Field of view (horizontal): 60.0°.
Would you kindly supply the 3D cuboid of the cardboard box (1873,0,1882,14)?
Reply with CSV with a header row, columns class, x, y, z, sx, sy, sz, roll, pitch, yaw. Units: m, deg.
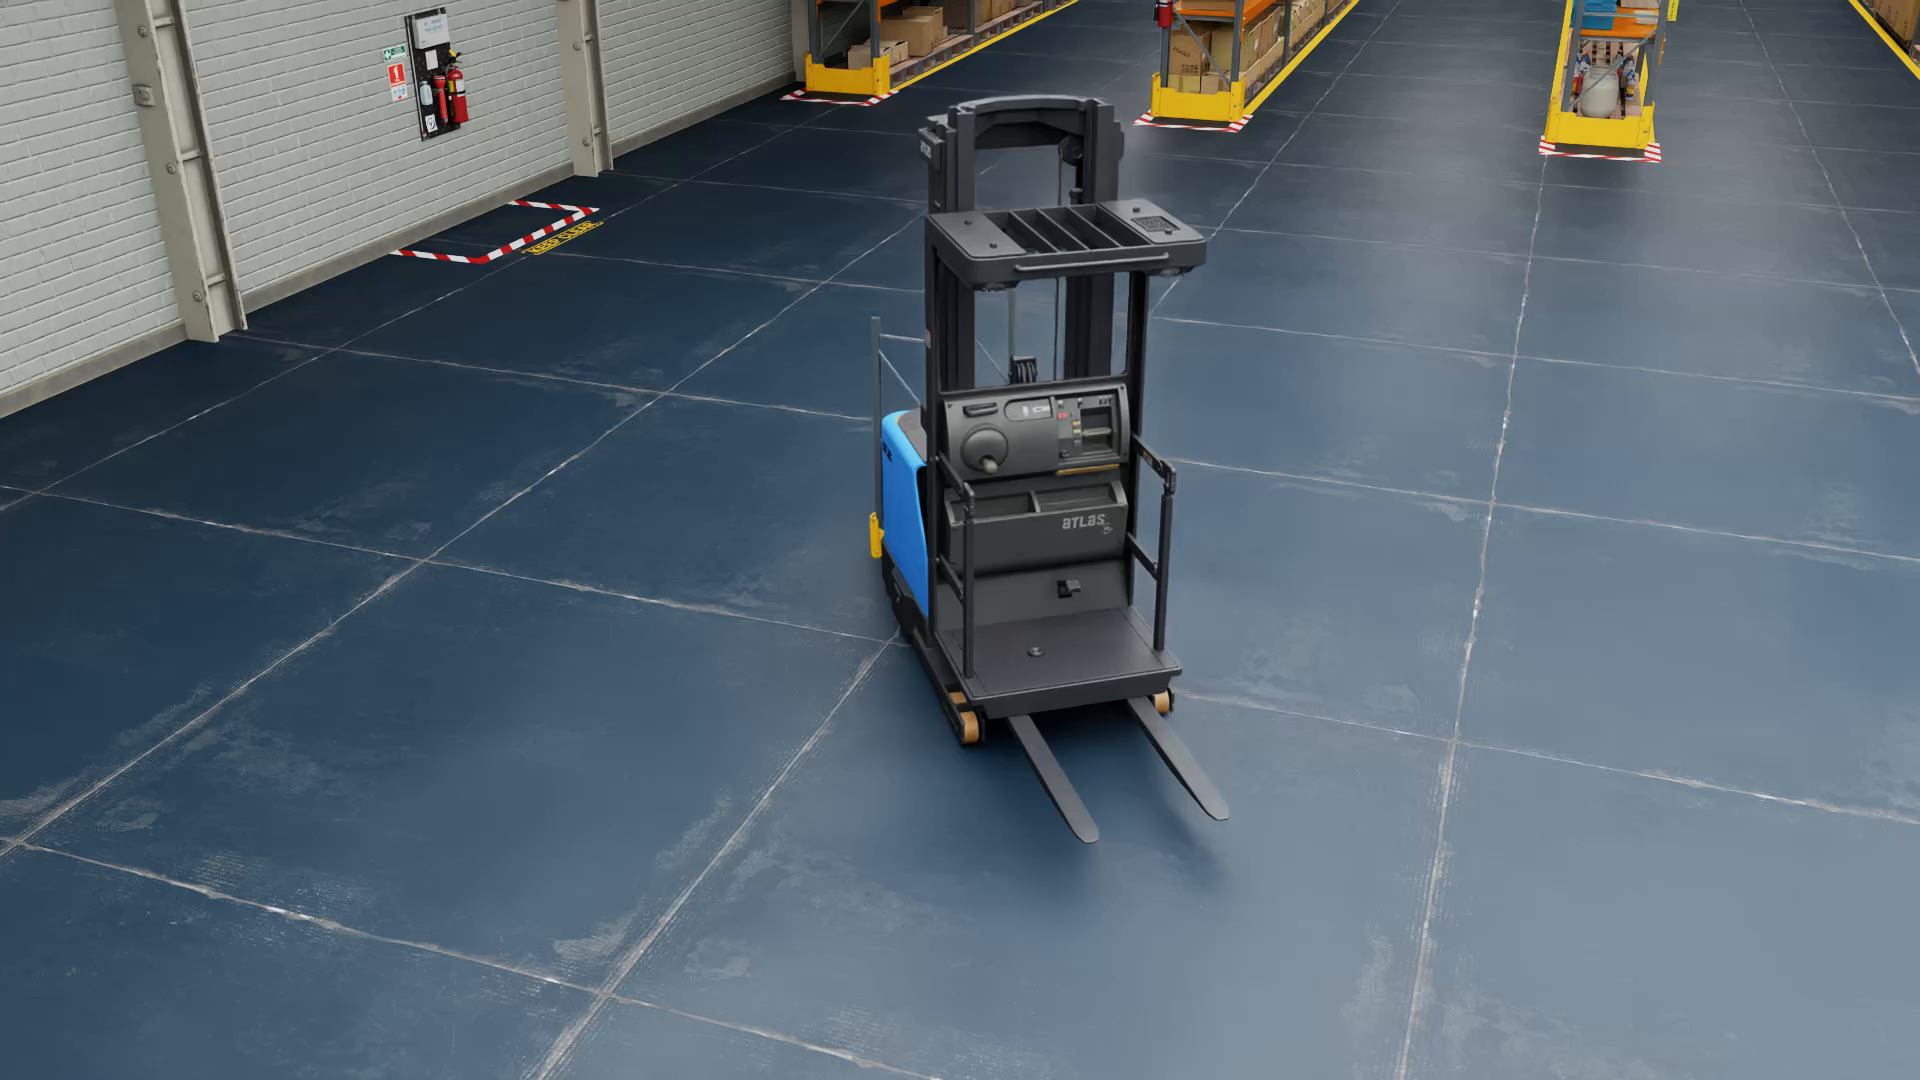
class,x,y,z,sx,sy,sz,roll,pitch,yaw
cardboard box,16.222,-9.328,28.030,1.225,0.875,0.875,9,27,18

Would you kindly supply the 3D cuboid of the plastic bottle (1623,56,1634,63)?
class,x,y,z,sx,sy,sz,roll,pitch,yaw
plastic bottle,9.140,-6.491,22.749,0.144,0.351,0.185,8,27,16

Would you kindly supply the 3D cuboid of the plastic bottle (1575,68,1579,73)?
class,x,y,z,sx,sy,sz,roll,pitch,yaw
plastic bottle,8.105,-6.095,22.017,0.152,0.276,0.135,8,27,16

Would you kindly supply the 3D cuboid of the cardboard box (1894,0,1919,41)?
class,x,y,z,sx,sy,sz,roll,pitch,yaw
cardboard box,15.334,-8.231,25.763,1.225,0.875,0.875,7,27,15

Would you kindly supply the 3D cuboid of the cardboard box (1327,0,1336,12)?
class,x,y,z,sx,sy,sz,roll,pitch,yaw
cardboard box,6.165,-9.374,28.532,0.500,0.500,0.500,10,28,20

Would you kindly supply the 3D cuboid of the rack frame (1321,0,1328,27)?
class,x,y,z,sx,sy,sz,roll,pitch,yaw
rack frame,5.744,-10.155,27.783,1.000,3.000,0.127,9,27,17

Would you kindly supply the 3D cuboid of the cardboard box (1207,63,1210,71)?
class,x,y,z,sx,sy,sz,roll,pitch,yaw
cardboard box,3.137,-6.290,22.472,0.500,0.250,0.500,9,27,17

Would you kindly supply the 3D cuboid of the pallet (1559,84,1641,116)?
class,x,y,z,sx,sy,sz,roll,pitch,yaw
pallet,8.416,-5.764,21.912,1.003,0.211,1.213,9,27,17

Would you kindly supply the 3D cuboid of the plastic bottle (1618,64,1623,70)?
class,x,y,z,sx,sy,sz,roll,pitch,yaw
plastic bottle,8.864,-6.253,22.336,0.061,0.283,0.133,9,27,17

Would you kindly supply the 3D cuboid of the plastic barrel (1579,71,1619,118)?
class,x,y,z,sx,sy,sz,roll,pitch,yaw
plastic barrel,7.899,-5.499,20.538,0.421,0.512,0.421,0,26,0

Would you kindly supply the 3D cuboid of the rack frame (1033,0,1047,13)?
class,x,y,z,sx,sy,sz,roll,pitch,yaw
rack frame,1.072,-10.872,29.263,1.000,3.000,0.127,9,27,17

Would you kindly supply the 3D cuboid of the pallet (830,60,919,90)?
class,x,y,z,sx,sy,sz,roll,pitch,yaw
pallet,-1.262,-6.690,23.824,1.003,0.211,1.213,9,27,17

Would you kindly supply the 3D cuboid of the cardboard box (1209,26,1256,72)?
class,x,y,z,sx,sy,sz,roll,pitch,yaw
cardboard box,3.635,-6.551,22.150,0.500,0.500,0.500,9,27,17

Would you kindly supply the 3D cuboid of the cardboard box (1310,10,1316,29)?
class,x,y,z,sx,sy,sz,roll,pitch,yaw
cardboard box,5.461,-8.437,26.906,0.500,0.250,0.500,9,27,19

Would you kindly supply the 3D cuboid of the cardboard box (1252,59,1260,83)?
class,x,y,z,sx,sy,sz,roll,pitch,yaw
cardboard box,3.800,-6.419,22.738,0.500,0.250,0.500,9,27,17

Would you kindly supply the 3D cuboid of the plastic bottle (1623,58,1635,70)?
class,x,y,z,sx,sy,sz,roll,pitch,yaw
plastic bottle,8.969,-6.279,22.312,0.144,0.351,0.185,9,27,17

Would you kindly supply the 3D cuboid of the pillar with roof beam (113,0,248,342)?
class,x,y,z,sx,sy,sz,roll,pitch,yaw
pillar with roof beam,-2.107,-5.142,10.544,9.100,9.000,0.400,9,27,17

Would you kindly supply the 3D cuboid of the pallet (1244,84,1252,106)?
class,x,y,z,sx,sy,sz,roll,pitch,yaw
pallet,3.297,-5.933,22.262,1.003,0.211,1.213,9,27,17

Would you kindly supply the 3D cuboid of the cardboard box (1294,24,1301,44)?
class,x,y,z,sx,sy,sz,roll,pitch,yaw
cardboard box,4.952,-7.803,25.597,0.500,0.250,0.500,9,27,19

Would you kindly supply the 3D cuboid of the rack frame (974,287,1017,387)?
class,x,y,z,sx,sy,sz,roll,pitch,yaw
rack frame,0.109,-0.957,10.506,0.500,1.500,0.032,10,28,19

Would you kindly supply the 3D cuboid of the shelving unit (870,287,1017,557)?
class,x,y,z,sx,sy,sz,roll,pitch,yaw
shelving unit,-0.075,-0.755,10.089,0.587,1.500,1.083,10,28,19

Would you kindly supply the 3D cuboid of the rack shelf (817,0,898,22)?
class,x,y,z,sx,sy,sz,roll,pitch,yaw
rack shelf,-0.925,-8.083,24.327,1.077,0.370,4.000,9,27,17

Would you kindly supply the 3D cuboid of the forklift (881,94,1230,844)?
class,x,y,z,sx,sy,sz,roll,pitch,yaw
forklift,0.441,-0.504,7.927,1.130,2.935,3.031,-7,27,-14

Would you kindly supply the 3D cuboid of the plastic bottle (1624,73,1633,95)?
class,x,y,z,sx,sy,sz,roll,pitch,yaw
plastic bottle,8.763,-5.959,21.741,0.097,0.271,0.097,0,26,0

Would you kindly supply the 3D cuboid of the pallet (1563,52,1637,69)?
class,x,y,z,sx,sy,sz,roll,pitch,yaw
pallet,9.308,-6.865,24.187,1.003,0.211,1.213,9,27,17

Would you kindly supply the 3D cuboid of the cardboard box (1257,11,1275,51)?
class,x,y,z,sx,sy,sz,roll,pitch,yaw
cardboard box,4.125,-7.169,23.426,0.500,0.500,0.500,9,27,17

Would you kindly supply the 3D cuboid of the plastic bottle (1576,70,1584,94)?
class,x,y,z,sx,sy,sz,roll,pitch,yaw
plastic bottle,8.160,-6.026,21.866,0.061,0.283,0.133,9,27,17

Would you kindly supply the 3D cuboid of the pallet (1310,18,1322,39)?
class,x,y,z,sx,sy,sz,roll,pitch,yaw
pallet,5.433,-8.568,27.703,1.003,0.211,1.213,9,27,17

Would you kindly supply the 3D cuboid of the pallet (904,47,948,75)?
class,x,y,z,sx,sy,sz,roll,pitch,yaw
pallet,-0.854,-7.189,24.856,1.003,0.211,1.213,9,27,17

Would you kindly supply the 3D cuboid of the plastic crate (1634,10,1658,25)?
class,x,y,z,sx,sy,sz,roll,pitch,yaw
plastic crate,8.353,-6.350,20.226,0.298,0.136,0.250,9,27,17

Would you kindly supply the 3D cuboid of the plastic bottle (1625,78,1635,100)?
class,x,y,z,sx,sy,sz,roll,pitch,yaw
plastic bottle,8.649,-5.818,21.450,0.097,0.271,0.097,0,26,0

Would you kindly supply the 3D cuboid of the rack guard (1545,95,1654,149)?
class,x,y,z,sx,sy,sz,roll,pitch,yaw
rack guard,7.733,-5.061,20.129,1.175,0.500,0.348,9,27,17

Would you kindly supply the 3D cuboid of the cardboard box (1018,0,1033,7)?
class,x,y,z,sx,sy,sz,roll,pitch,yaw
cardboard box,0.881,-9.642,29.085,0.700,0.500,0.500,9,27,18

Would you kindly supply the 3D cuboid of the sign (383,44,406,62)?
class,x,y,z,sx,sy,sz,roll,pitch,yaw
sign,-5.300,-4.565,15.587,0.001,0.109,0.331,9,27,17

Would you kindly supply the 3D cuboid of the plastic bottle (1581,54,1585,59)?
class,x,y,z,sx,sy,sz,roll,pitch,yaw
plastic bottle,8.582,-6.548,22.944,0.061,0.283,0.133,9,27,17

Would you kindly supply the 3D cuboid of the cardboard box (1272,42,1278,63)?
class,x,y,z,sx,sy,sz,roll,pitch,yaw
cardboard box,4.289,-7.037,24.015,0.500,0.250,0.500,9,27,17

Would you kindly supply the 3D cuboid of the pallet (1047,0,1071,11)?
class,x,y,z,sx,sy,sz,roll,pitch,yaw
pallet,1.405,-9.930,30.517,1.003,0.211,1.213,9,27,17

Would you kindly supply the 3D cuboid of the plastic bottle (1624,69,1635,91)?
class,x,y,z,sx,sy,sz,roll,pitch,yaw
plastic bottle,8.864,-6.083,21.998,0.097,0.271,0.097,0,26,0

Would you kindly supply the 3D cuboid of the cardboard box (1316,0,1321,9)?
class,x,y,z,sx,sy,sz,roll,pitch,yaw
cardboard box,5.635,-8.894,27.207,0.500,0.311,0.500,8,27,17

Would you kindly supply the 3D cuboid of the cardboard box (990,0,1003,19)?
class,x,y,z,sx,sy,sz,roll,pitch,yaw
cardboard box,0.302,-9.030,27.821,0.700,0.500,0.500,9,27,18

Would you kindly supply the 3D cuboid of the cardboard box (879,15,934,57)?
class,x,y,z,sx,sy,sz,roll,pitch,yaw
cardboard box,-0.794,-7.457,24.574,0.700,0.500,0.500,7,27,14

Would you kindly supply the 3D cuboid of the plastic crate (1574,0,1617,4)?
class,x,y,z,sx,sy,sz,roll,pitch,yaw
plastic crate,7.858,-6.596,20.602,0.499,0.251,0.408,9,27,17

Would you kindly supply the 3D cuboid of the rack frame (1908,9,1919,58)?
class,x,y,z,sx,sy,sz,roll,pitch,yaw
rack frame,15.085,-8.717,24.812,1.000,3.000,0.127,9,27,17

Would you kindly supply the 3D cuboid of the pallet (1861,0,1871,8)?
class,x,y,z,sx,sy,sz,roll,pitch,yaw
pallet,17.147,-9.910,30.476,1.003,0.211,1.213,9,27,17

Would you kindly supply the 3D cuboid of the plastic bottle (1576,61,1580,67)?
class,x,y,z,sx,sy,sz,roll,pitch,yaw
plastic bottle,8.347,-6.347,22.542,0.097,0.271,0.097,0,26,0

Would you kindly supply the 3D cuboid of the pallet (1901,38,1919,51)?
class,x,y,z,sx,sy,sz,roll,pitch,yaw
pallet,15.418,-7.775,26.067,1.003,0.211,1.213,9,27,17

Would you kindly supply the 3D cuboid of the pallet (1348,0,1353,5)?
class,x,y,z,sx,sy,sz,roll,pitch,yaw
pallet,6.840,-10.204,31.084,1.003,0.211,1.213,9,27,17

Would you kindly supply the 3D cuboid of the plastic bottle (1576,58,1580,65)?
class,x,y,z,sx,sy,sz,roll,pitch,yaw
plastic bottle,8.360,-6.448,22.661,0.144,0.351,0.185,8,27,15

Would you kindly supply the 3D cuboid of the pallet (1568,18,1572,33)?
class,x,y,z,sx,sy,sz,roll,pitch,yaw
pallet,10.637,-8.511,27.585,1.003,0.211,1.213,9,27,17

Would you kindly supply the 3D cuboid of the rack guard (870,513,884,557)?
class,x,y,z,sx,sy,sz,roll,pitch,yaw
rack guard,-0.259,0.009,9.944,0.587,0.250,0.087,10,28,19

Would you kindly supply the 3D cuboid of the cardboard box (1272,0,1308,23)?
class,x,y,z,sx,sy,sz,roll,pitch,yaw
cardboard box,5.128,-8.267,25.912,0.500,0.311,0.500,8,27,16

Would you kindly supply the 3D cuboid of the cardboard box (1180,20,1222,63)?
class,x,y,z,sx,sy,sz,roll,pitch,yaw
cardboard box,3.299,-6.833,22.734,0.500,0.500,0.500,9,27,17
